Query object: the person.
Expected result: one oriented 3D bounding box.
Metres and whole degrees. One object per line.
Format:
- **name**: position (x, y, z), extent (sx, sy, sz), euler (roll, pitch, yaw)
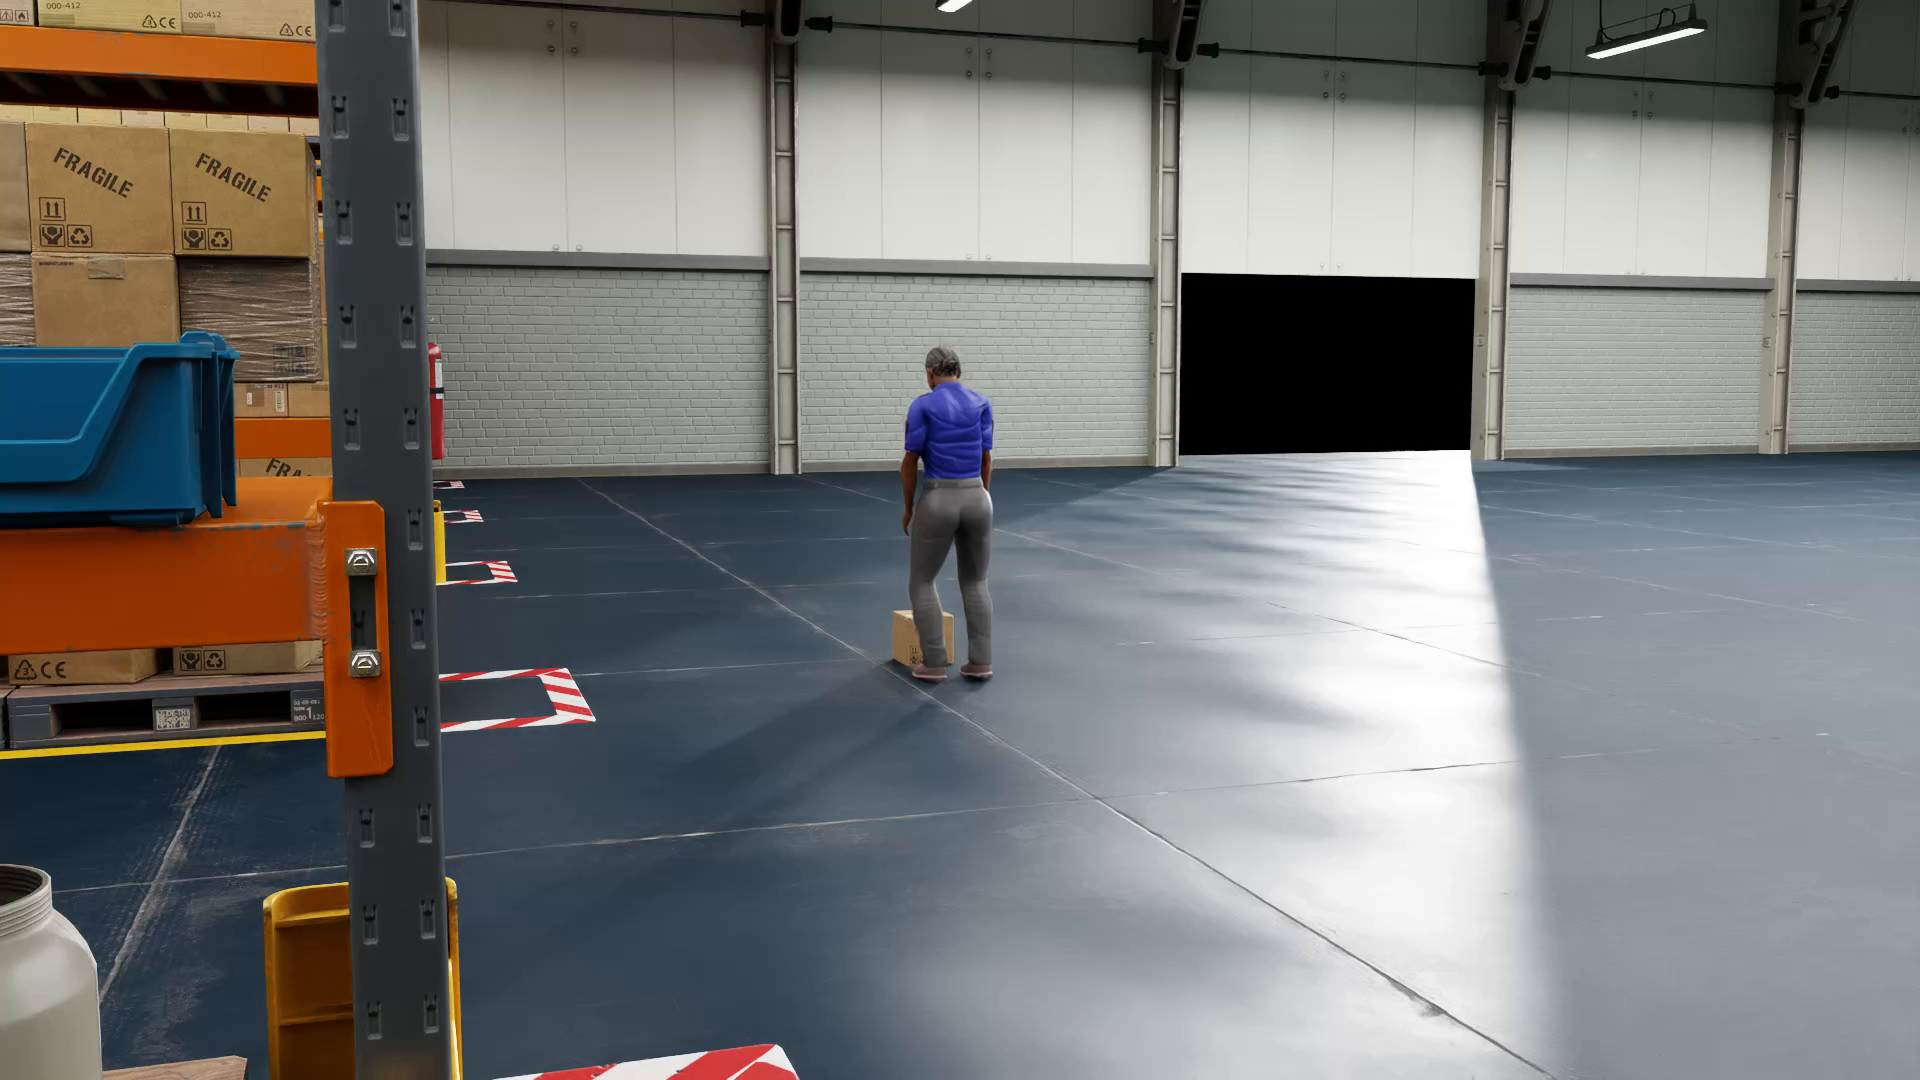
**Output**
- **person**: position (-0.063, -0.122, 8.040), extent (0.453, 1.618, 0.366), euler (-2, 6, -17)
